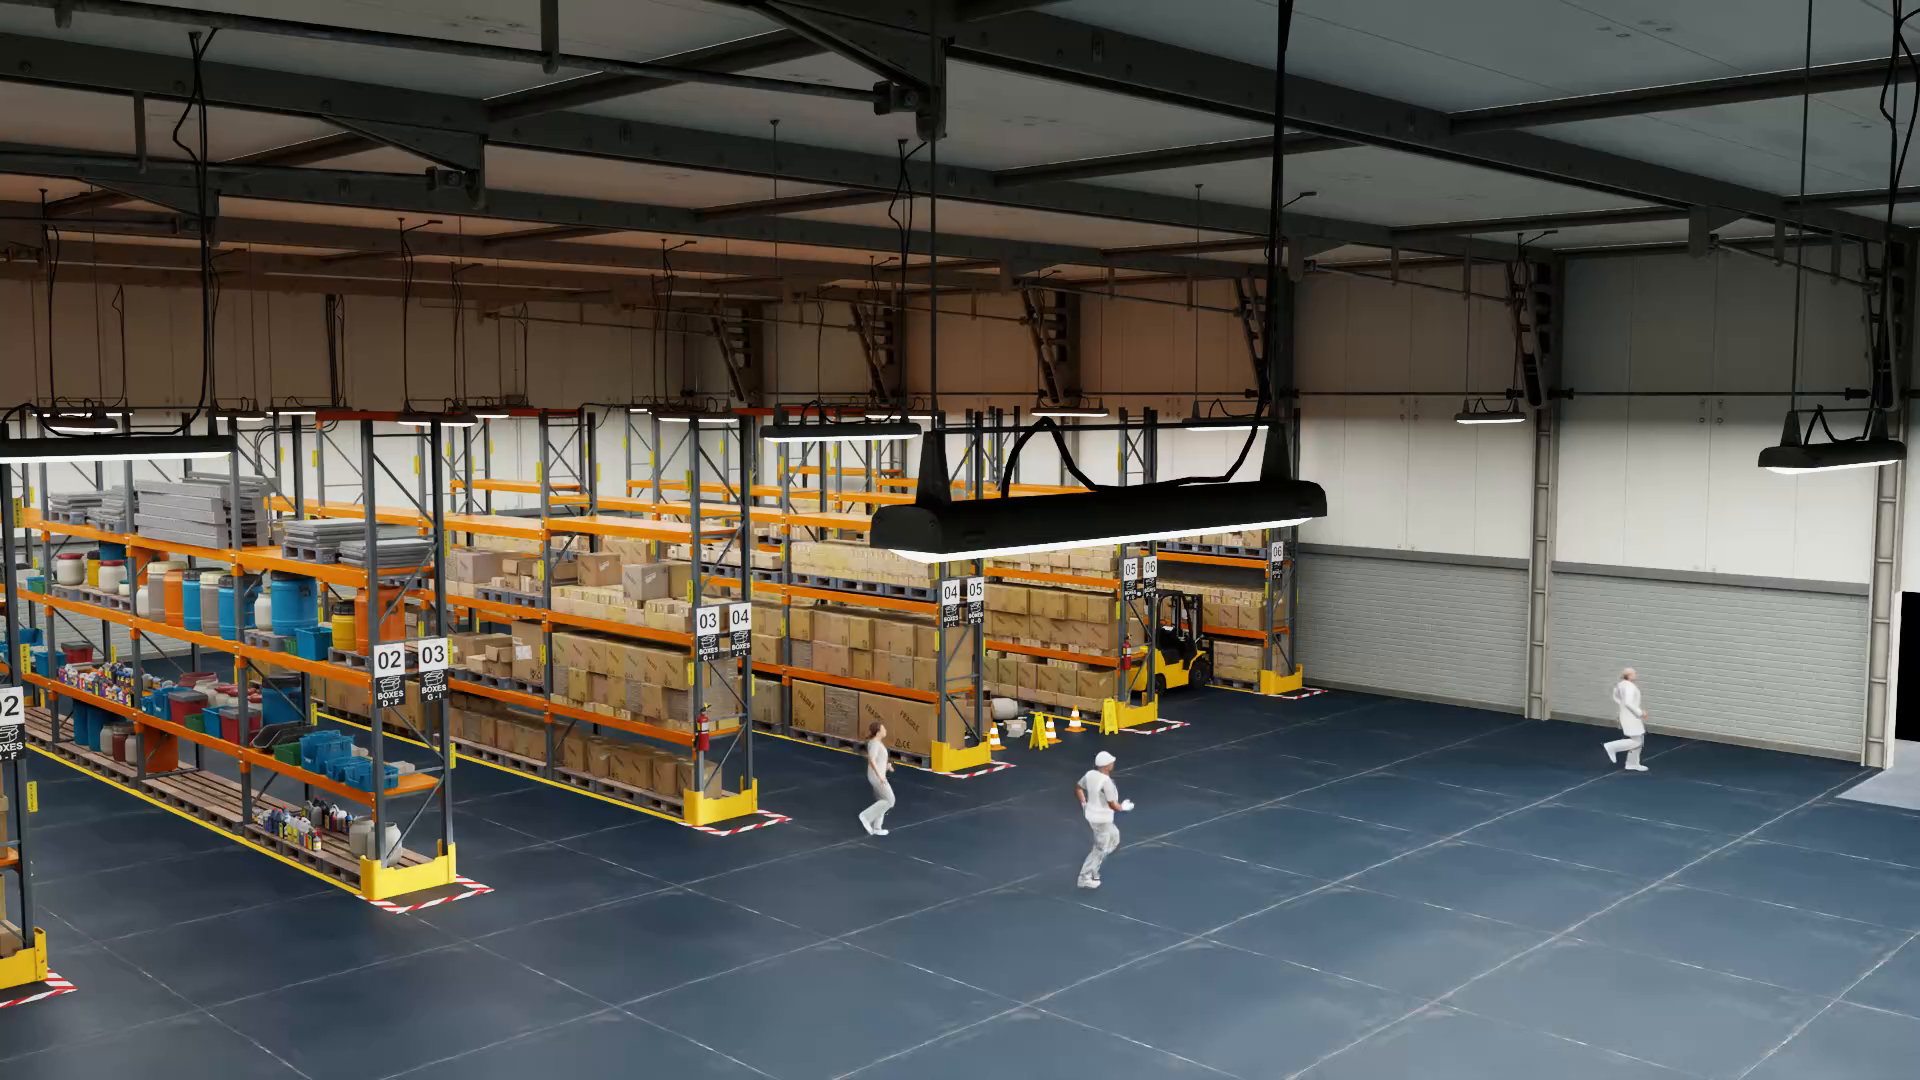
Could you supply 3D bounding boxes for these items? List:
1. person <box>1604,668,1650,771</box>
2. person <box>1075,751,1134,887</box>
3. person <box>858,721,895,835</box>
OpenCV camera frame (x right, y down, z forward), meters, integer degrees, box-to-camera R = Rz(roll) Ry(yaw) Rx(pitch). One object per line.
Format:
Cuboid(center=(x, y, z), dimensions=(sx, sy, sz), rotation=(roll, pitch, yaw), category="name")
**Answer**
Cuboid(center=(11.178, 3.002, 27.887), dimensions=(0.756, 1.743, 0.711), rotation=(1, 5, 7), category="person")
Cuboid(center=(1.846, 3.557, 21.289), dimensions=(0.738, 1.734, 0.667), rotation=(-1, 5, -15), category="person")
Cuboid(center=(-1.199, 3.410, 23.835), dimensions=(0.559, 1.639, 0.579), rotation=(-1, 5, -12), category="person")
